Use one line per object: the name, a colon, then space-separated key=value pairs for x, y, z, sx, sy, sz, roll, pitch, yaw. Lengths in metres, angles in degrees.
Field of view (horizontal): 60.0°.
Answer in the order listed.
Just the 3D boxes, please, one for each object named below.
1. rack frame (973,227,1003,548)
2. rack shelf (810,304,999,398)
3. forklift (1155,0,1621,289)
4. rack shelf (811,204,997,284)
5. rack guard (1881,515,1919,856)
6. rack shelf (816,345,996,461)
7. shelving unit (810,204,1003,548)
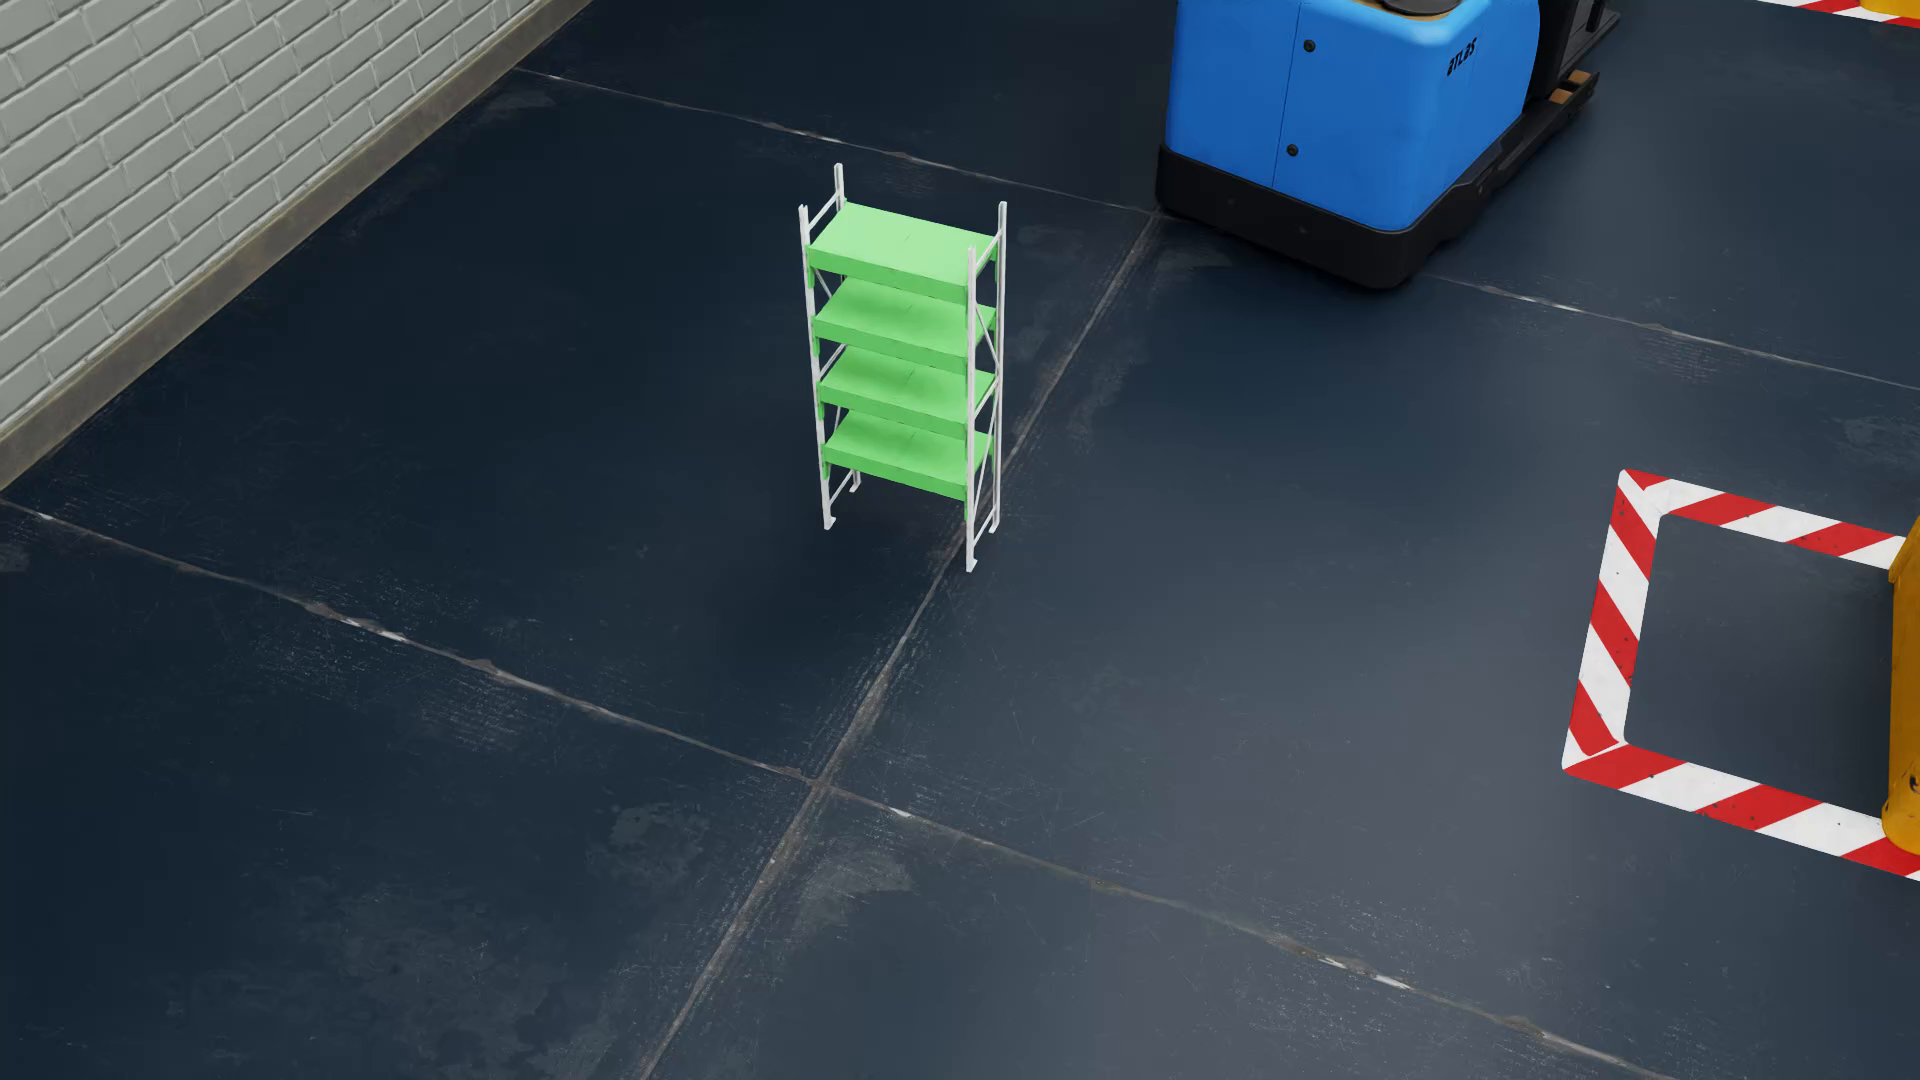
rack frame: x=0.073 y=-0.405 z=4.806 sx=0.006 sy=1.046 sz=0.228 roll=16 pitch=47 yaw=16
rack shelf: x=-0.153 y=-0.595 z=4.748 sx=0.480 sy=0.148 sz=0.258 roll=16 pitch=47 yaw=16
forklift: x=2.051 y=-2.949 z=6.136 sx=1.130 sy=2.935 sz=3.031 roll=28 pitch=51 yaw=25
rack shelf: x=-0.153 y=-0.803 z=4.541 sx=0.457 sy=0.021 sz=0.221 roll=16 pitch=47 yaw=16
rack guard: x=2.841 y=0.299 z=4.595 sx=0.348 sy=0.500 sz=1.175 roll=16 pitch=47 yaw=16
rack shelf: x=-0.153 y=-0.425 z=4.917 sx=0.480 sy=0.148 sz=0.258 roll=16 pitch=47 yaw=16
shelving unit: x=-0.149 y=-0.469 z=4.871 sx=0.487 sy=1.046 sz=0.258 roll=16 pitch=47 yaw=16
